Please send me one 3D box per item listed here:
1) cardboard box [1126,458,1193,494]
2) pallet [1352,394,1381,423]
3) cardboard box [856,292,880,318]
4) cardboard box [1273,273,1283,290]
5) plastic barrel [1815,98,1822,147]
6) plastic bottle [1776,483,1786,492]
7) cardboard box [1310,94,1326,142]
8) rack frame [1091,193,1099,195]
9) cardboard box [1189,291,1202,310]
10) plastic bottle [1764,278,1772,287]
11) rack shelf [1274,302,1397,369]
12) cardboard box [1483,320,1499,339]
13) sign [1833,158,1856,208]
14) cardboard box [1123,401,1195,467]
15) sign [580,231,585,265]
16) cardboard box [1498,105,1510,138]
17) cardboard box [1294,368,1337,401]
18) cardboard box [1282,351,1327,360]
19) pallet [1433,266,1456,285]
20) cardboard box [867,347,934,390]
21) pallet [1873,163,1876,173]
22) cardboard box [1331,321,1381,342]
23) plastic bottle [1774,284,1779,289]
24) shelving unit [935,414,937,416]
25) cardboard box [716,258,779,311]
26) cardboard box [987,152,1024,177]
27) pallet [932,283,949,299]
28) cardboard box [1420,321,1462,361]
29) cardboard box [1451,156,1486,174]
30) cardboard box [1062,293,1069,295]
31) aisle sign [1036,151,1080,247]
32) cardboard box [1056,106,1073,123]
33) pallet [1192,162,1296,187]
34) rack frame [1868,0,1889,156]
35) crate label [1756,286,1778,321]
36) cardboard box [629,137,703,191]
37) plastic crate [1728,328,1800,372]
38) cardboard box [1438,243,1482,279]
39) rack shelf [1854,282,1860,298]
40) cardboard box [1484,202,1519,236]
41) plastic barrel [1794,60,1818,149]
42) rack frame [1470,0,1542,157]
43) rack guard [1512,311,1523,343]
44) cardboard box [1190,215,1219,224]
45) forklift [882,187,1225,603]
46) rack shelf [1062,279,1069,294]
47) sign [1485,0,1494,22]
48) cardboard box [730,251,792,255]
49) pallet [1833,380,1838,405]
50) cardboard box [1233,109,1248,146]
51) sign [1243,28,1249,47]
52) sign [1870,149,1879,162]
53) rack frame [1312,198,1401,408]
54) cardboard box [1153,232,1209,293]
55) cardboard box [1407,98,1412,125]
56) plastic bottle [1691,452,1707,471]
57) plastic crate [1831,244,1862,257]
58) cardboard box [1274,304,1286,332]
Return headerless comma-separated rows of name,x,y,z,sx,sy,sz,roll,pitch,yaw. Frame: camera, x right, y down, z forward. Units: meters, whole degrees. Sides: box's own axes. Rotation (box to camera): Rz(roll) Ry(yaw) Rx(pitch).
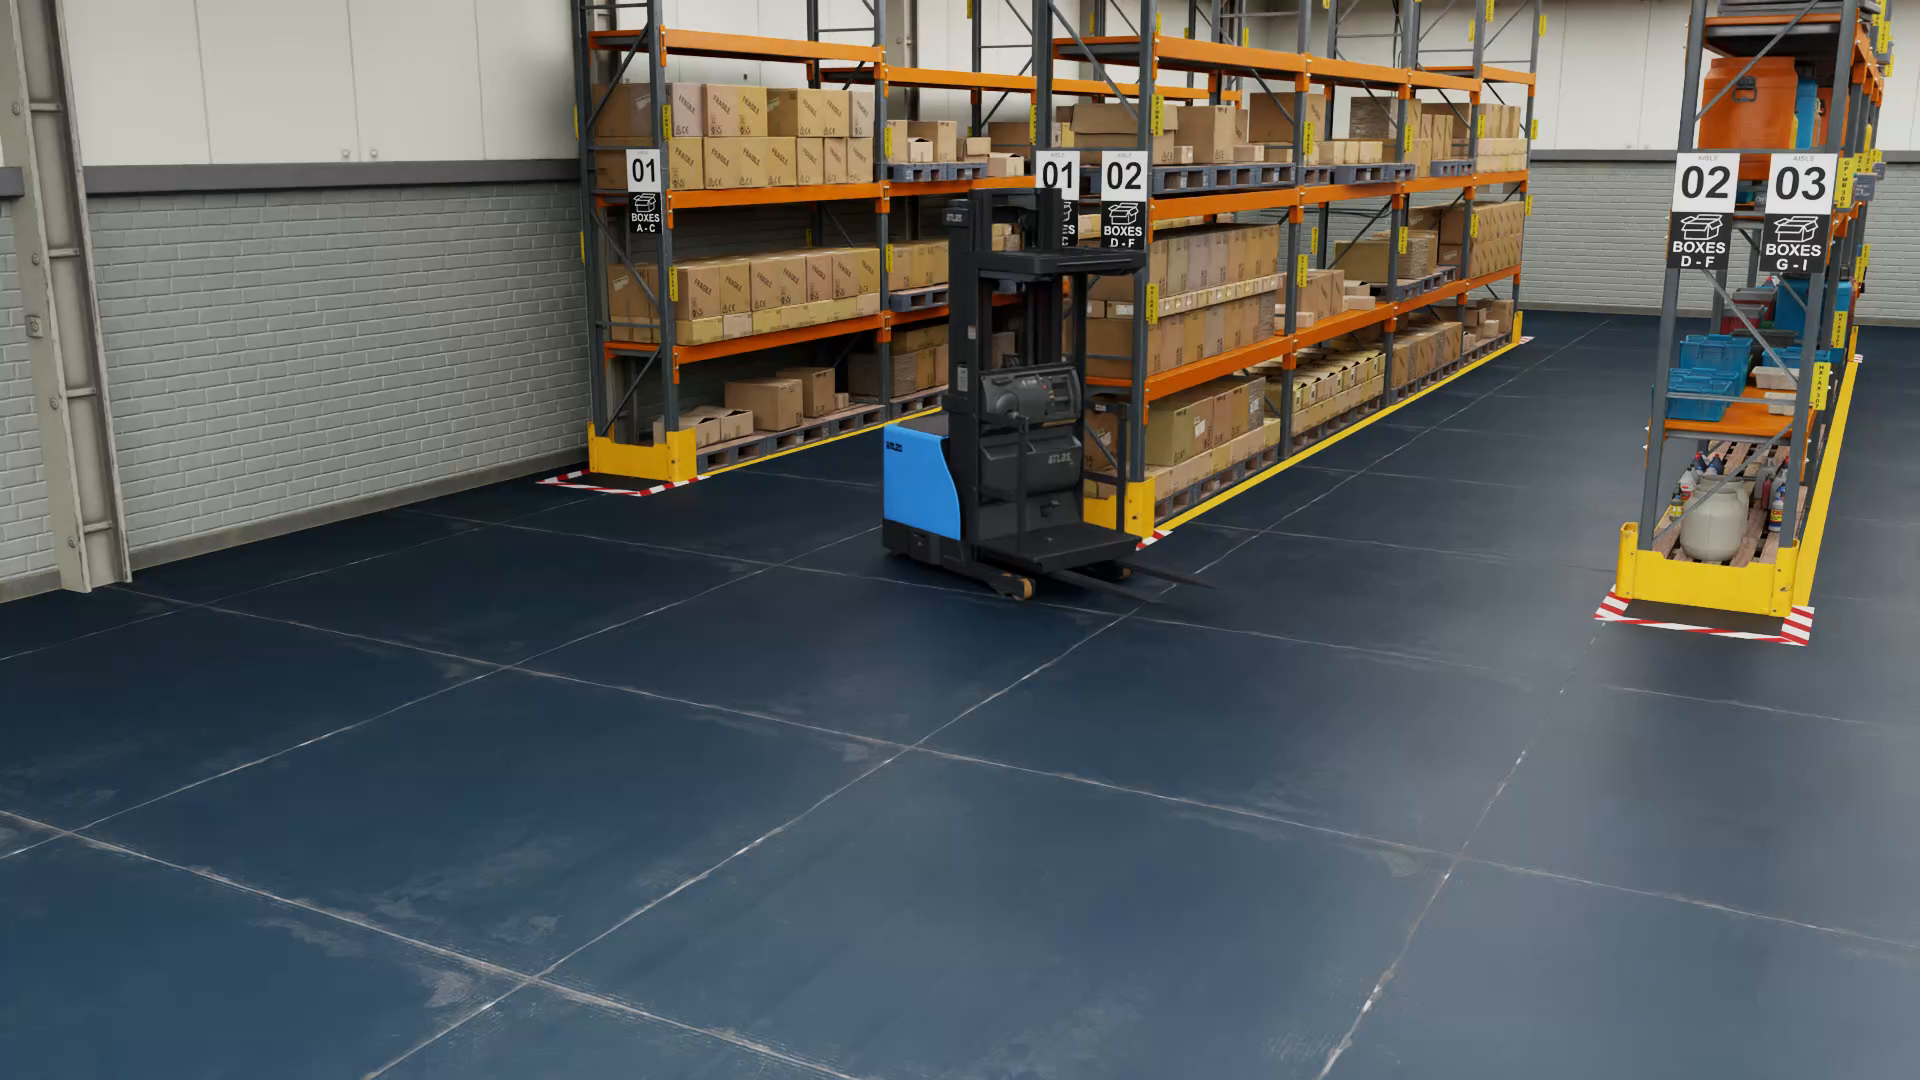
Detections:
cardboard box,1.790,-0.605,15.112,0.500,0.250,0.500,7,15,28
pallet,4.533,-1.671,20.513,1.003,0.211,1.213,7,15,28
cardboard box,-1.270,-2.736,19.259,0.500,0.250,0.500,7,15,28
cardboard box,3.087,-2.654,17.044,0.380,0.149,0.250,7,15,28
plastic barrel,8.712,-4.187,17.530,0.600,0.901,0.600,0,14,0
plastic bottle,6.893,-0.344,13.943,0.097,0.271,0.097,0,14,0
cardboard box,3.619,-4.566,17.995,0.500,0.500,0.500,9,16,33
rack frame,2.561,-4.572,26.597,1.000,3.000,0.127,7,15,28
cardboard box,1.974,-2.181,15.084,0.380,0.149,0.250,7,15,26
plastic bottle,9.787,-2.998,20.176,0.144,0.351,0.185,7,15,28
rack shelf,3.998,-2.431,19.250,1.077,0.370,4.000,7,15,28
cardboard box,8.300,-3.378,26.574,0.500,0.250,0.500,7,15,28
sign,5.911,-2.387,11.114,0.100,0.325,0.005,7,15,28
cardboard box,1.792,-0.969,15.023,0.500,0.500,0.500,7,15,28
sign,-3.717,-2.893,16.490,0.100,0.325,0.005,7,15,28
cardboard box,8.135,-6.510,25.889,0.700,0.500,0.500,7,15,28
cardboard box,3.945,-1.775,18.770,0.500,0.311,0.500,7,15,26
cardboard box,4.208,-2.148,20.317,0.500,0.311,0.500,7,15,27
pallet,6.417,-3.766,23.666,1.003,0.211,1.213,7,15,28
cardboard box,-0.760,-2.194,21.128,0.700,0.500,0.500,7,15,27
pallet,10.394,-4.411,19.932,1.003,0.211,1.213,7,15,28
cardboard box,5.235,-2.784,21.978,0.500,0.250,0.500,8,16,30
plastic bottle,9.890,-2.959,20.158,0.061,0.283,0.133,7,15,28
shelving unit,-0.047,-0.549,14.072,0.252,1.050,0.215,-10,17,-35
cardboard box,-2.244,-2.681,17.430,0.500,0.500,0.500,7,15,26
cardboard box,0.515,-4.997,22.110,0.500,0.311,0.500,7,15,28
pallet,-0.294,-3.247,21.512,1.003,0.211,1.213,7,15,28
cardboard box,6.911,-2.876,23.959,0.500,0.500,0.500,7,15,28
cardboard box,7.350,-5.468,24.236,0.500,0.250,0.500,7,15,28
cardboard box,1.933,-3.400,25.428,0.750,0.750,0.750,8,16,30
aisle sign,0.809,-2.833,13.837,0.394,0.787,0.004,7,15,28
cardboard box,1.767,-6.376,24.930,0.500,0.250,0.500,7,15,26
pallet,2.642,-3.607,16.385,1.003,0.211,1.213,7,15,28
rack frame,11.233,-6.366,21.238,1.000,3.000,0.127,7,15,28
crate label,8.582,-2.473,17.814,0.502,0.435,0.616,7,15,28
cardboard box,-2.860,-3.667,16.186,0.500,0.500,0.500,8,16,30
plastic crate,7.001,-1.685,14.754,0.767,0.338,0.504,7,15,28
cardboard box,7.384,-4.134,24.566,0.500,0.500,0.500,8,16,30
rack shelf,12.200,-3.510,23.727,1.077,0.370,4.000,7,15,28
cardboard box,8.615,-5.140,26.609,0.500,0.500,0.500,8,16,30
plastic barrel,6.791,-3.522,13.877,0.600,0.901,0.708,7,15,28
rack frame,8.832,-7.748,26.973,1.000,3.000,0.127,7,15,28
rack guard,8.796,-3.601,27.904,1.175,0.500,0.348,7,15,28
cardboard box,3.915,-5.282,28.903,0.980,0.700,0.700,7,15,28
forklift,0.672,-1.110,12.382,1.130,2.935,3.031,-10,17,-37
rack shelf,1.594,-3.812,24.979,1.077,0.370,4.000,7,15,28
sign,7.387,-7.397,23.185,0.100,0.325,0.005,7,15,28
cardboard box,-2.216,-2.952,18.554,0.500,0.500,0.500,8,16,30
pallet,10.824,-1.940,21.631,1.003,0.211,1.213,7,15,28
cardboard box,2.557,-4.076,16.730,0.500,0.500,0.500,9,16,33
sign,4.962,-8.737,28.912,0.100,0.325,0.005,7,15,28
sign,11.714,-4.849,21.328,0.100,0.325,0.005,7,15,28
rack frame,4.965,-3.191,20.868,1.000,3.000,0.127,7,15,28
cardboard box,1.853,-2.546,15.212,0.700,0.500,0.500,7,15,28
cardboard box,5.428,-5.377,21.190,0.500,0.500,0.500,7,15,28
plastic bottle,6.612,-0.616,14.900,0.144,0.351,0.185,8,16,30
plastic crate,13.168,-4.226,24.961,0.616,0.435,0.499,7,15,28
cardboard box,3.231,-2.403,17.921,0.500,0.250,0.500,9,16,32
